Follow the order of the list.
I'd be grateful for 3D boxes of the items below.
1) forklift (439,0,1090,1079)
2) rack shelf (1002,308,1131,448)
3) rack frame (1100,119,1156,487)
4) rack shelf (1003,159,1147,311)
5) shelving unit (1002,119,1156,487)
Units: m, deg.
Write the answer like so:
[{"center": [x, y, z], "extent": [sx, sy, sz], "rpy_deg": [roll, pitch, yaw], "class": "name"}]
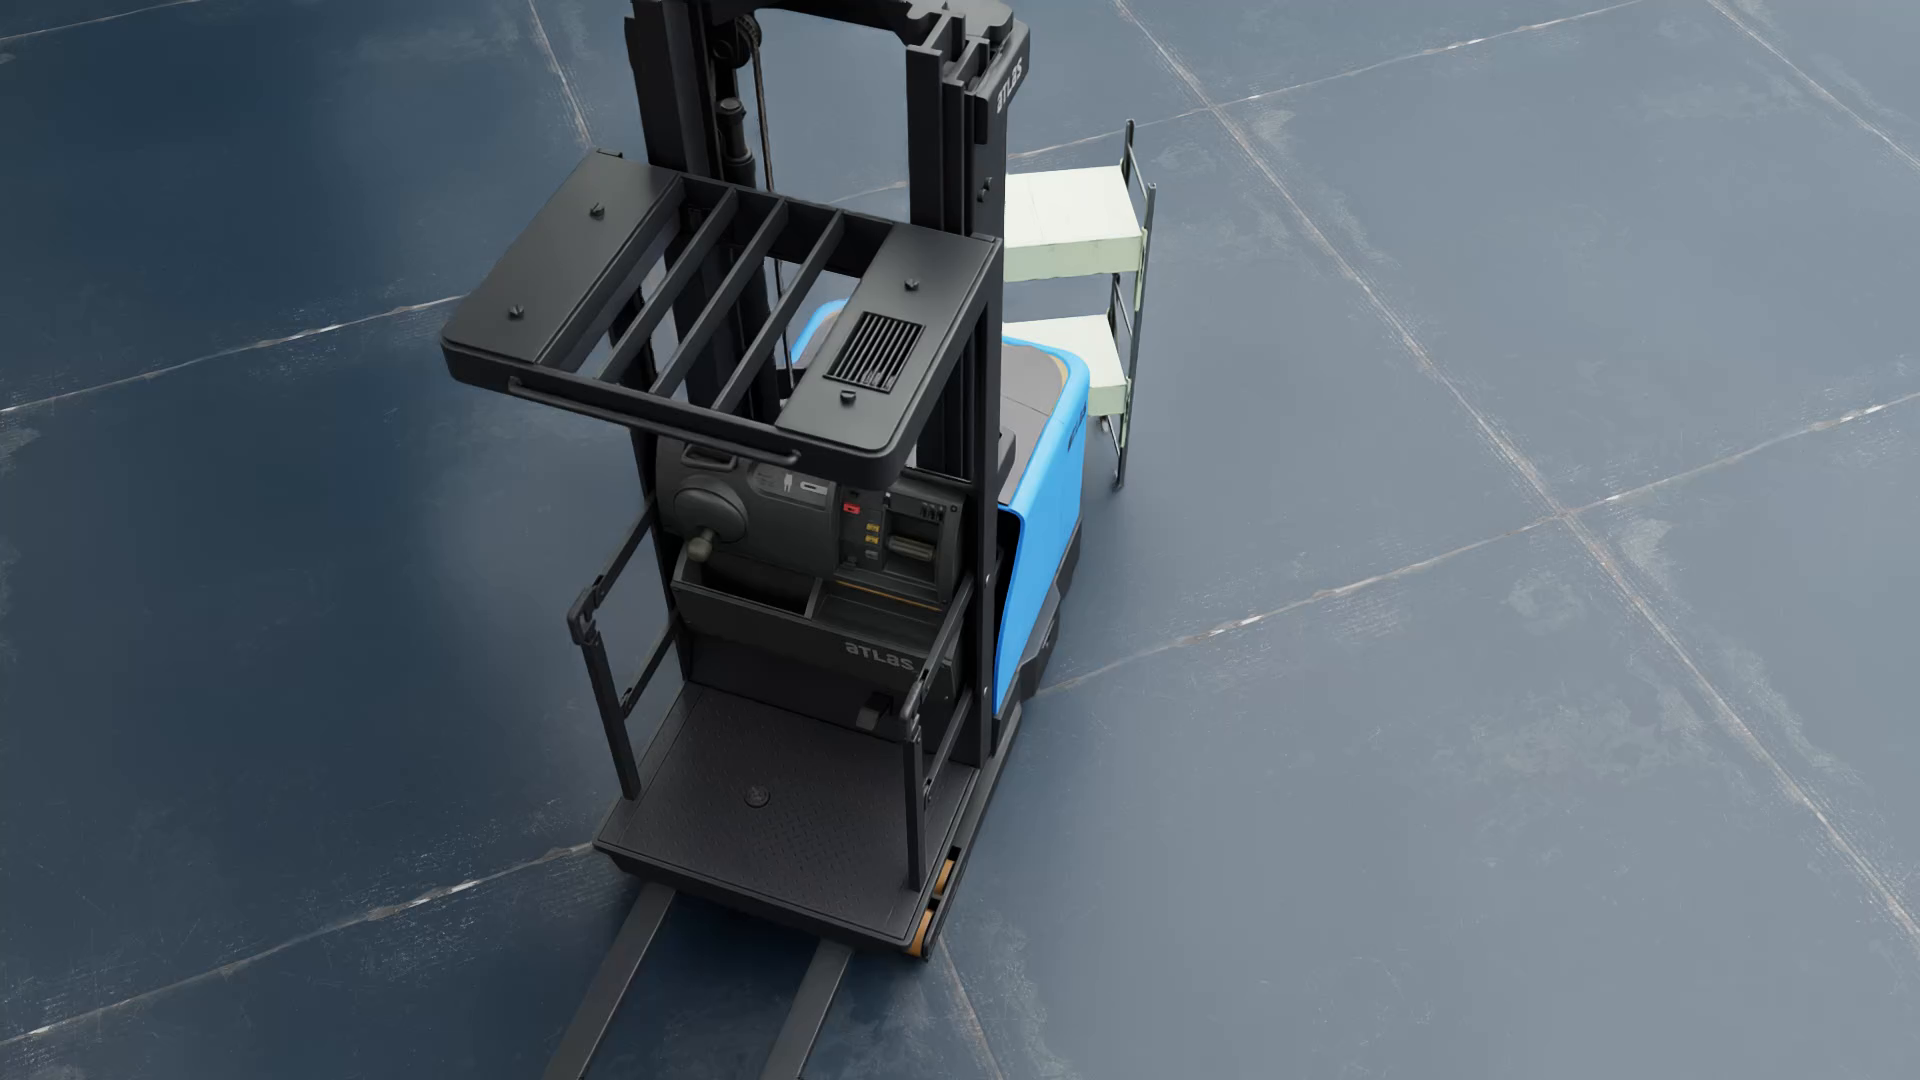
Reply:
[{"center": [-0.510, 0.039, 4.625], "extent": [1.130, 2.935, 3.031], "rpy_deg": [15, 51, 13], "class": "forklift"}, {"center": [0.266, -0.605, 6.552], "extent": [0.720, 0.370, 0.431], "rpy_deg": [-6, 50, -5], "class": "rack shelf"}, {"center": [0.629, -0.855, 6.336], "extent": [0.023, 1.500, 0.400], "rpy_deg": [-6, 50, -5], "class": "rack frame"}, {"center": [0.266, -1.072, 6.008], "extent": [0.720, 0.370, 0.431], "rpy_deg": [-6, 50, -5], "class": "rack shelf"}, {"center": [0.266, -0.818, 6.304], "extent": [0.755, 1.500, 0.431], "rpy_deg": [-6, 50, -5], "class": "shelving unit"}]
